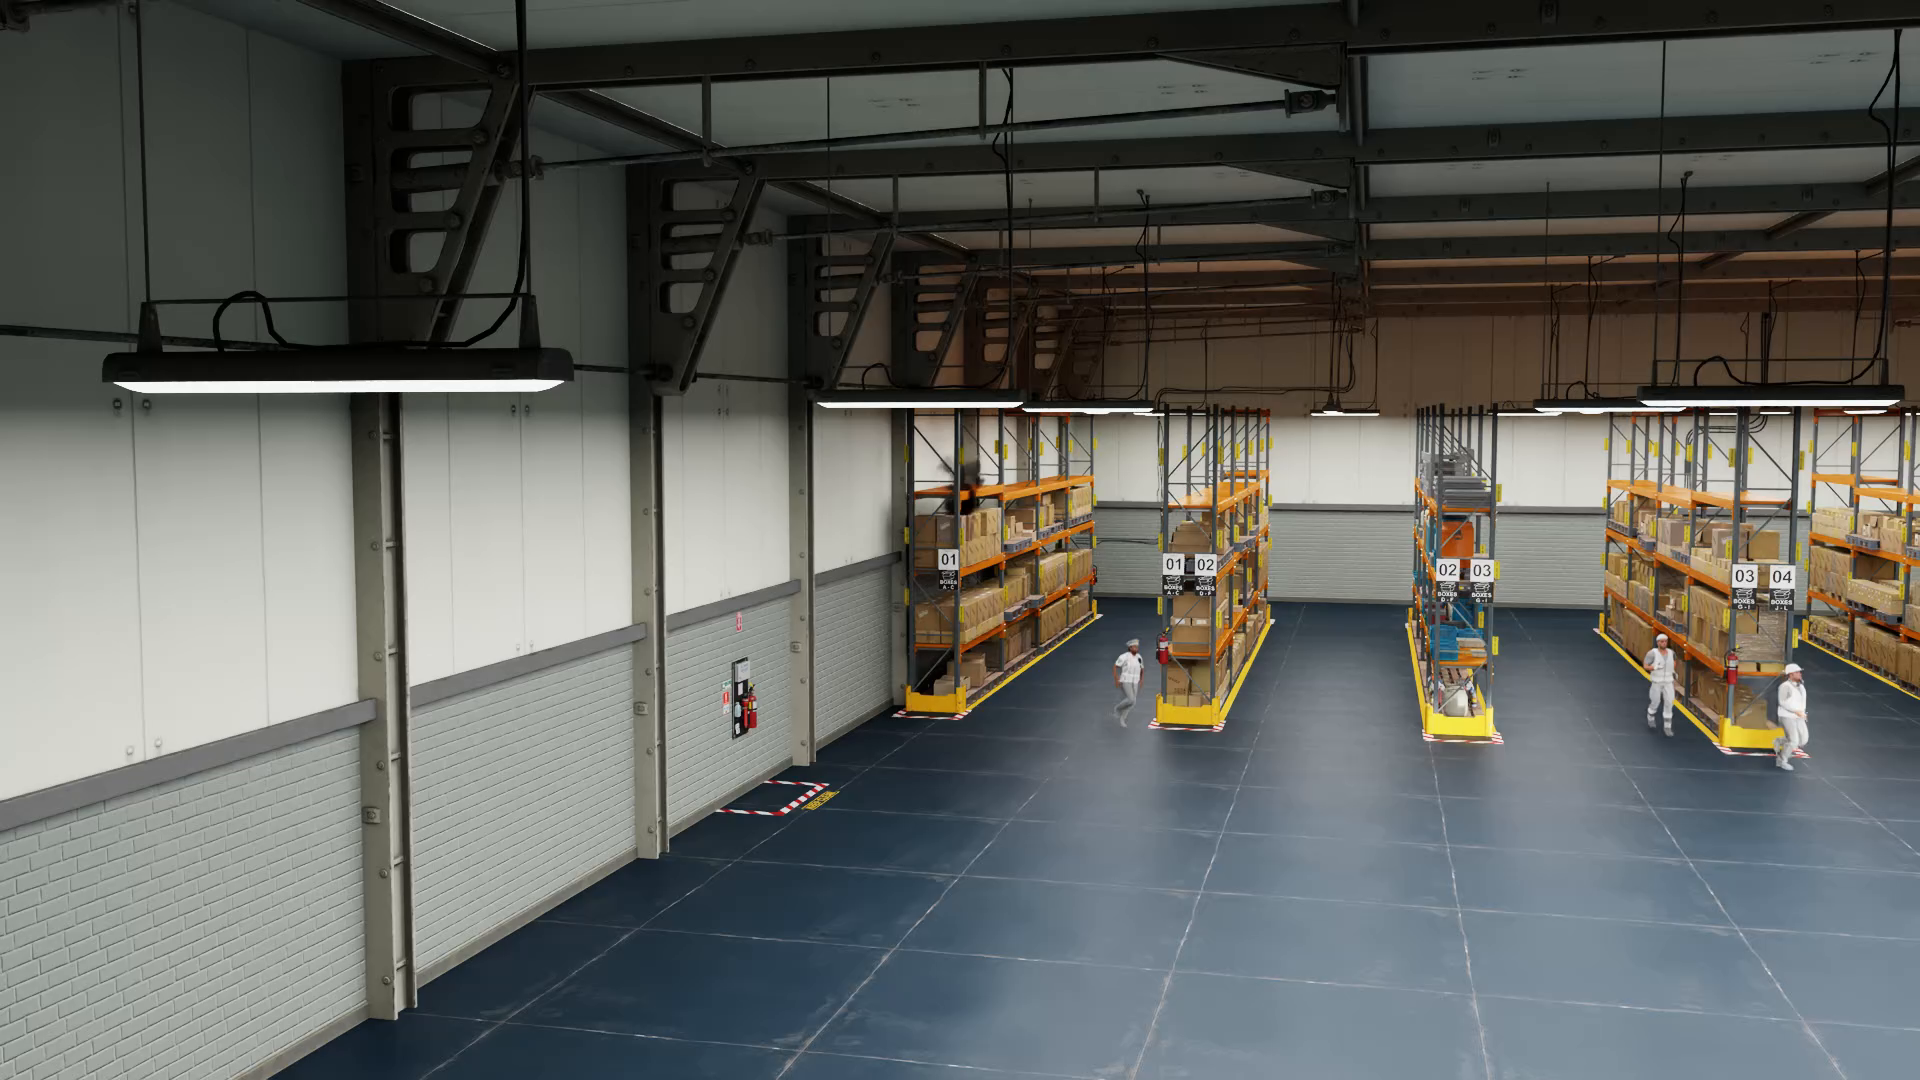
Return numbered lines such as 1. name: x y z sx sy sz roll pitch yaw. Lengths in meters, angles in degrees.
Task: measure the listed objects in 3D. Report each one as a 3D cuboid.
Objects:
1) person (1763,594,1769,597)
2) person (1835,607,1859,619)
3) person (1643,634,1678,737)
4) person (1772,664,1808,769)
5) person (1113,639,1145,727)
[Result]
1. person: 20.247 1.879 41.477 0.715 1.719 1.000 1 4 8
2. person: 23.518 1.706 44.175 0.742 1.624 0.621 1 4 11
3. person: 12.730 2.598 30.171 0.652 1.793 0.914 0 4 5
4. person: 13.625 2.885 27.250 0.684 1.738 0.648 -3 5 -33
5. person: 3.197 2.659 30.934 0.600 1.623 0.502 -2 5 -26
